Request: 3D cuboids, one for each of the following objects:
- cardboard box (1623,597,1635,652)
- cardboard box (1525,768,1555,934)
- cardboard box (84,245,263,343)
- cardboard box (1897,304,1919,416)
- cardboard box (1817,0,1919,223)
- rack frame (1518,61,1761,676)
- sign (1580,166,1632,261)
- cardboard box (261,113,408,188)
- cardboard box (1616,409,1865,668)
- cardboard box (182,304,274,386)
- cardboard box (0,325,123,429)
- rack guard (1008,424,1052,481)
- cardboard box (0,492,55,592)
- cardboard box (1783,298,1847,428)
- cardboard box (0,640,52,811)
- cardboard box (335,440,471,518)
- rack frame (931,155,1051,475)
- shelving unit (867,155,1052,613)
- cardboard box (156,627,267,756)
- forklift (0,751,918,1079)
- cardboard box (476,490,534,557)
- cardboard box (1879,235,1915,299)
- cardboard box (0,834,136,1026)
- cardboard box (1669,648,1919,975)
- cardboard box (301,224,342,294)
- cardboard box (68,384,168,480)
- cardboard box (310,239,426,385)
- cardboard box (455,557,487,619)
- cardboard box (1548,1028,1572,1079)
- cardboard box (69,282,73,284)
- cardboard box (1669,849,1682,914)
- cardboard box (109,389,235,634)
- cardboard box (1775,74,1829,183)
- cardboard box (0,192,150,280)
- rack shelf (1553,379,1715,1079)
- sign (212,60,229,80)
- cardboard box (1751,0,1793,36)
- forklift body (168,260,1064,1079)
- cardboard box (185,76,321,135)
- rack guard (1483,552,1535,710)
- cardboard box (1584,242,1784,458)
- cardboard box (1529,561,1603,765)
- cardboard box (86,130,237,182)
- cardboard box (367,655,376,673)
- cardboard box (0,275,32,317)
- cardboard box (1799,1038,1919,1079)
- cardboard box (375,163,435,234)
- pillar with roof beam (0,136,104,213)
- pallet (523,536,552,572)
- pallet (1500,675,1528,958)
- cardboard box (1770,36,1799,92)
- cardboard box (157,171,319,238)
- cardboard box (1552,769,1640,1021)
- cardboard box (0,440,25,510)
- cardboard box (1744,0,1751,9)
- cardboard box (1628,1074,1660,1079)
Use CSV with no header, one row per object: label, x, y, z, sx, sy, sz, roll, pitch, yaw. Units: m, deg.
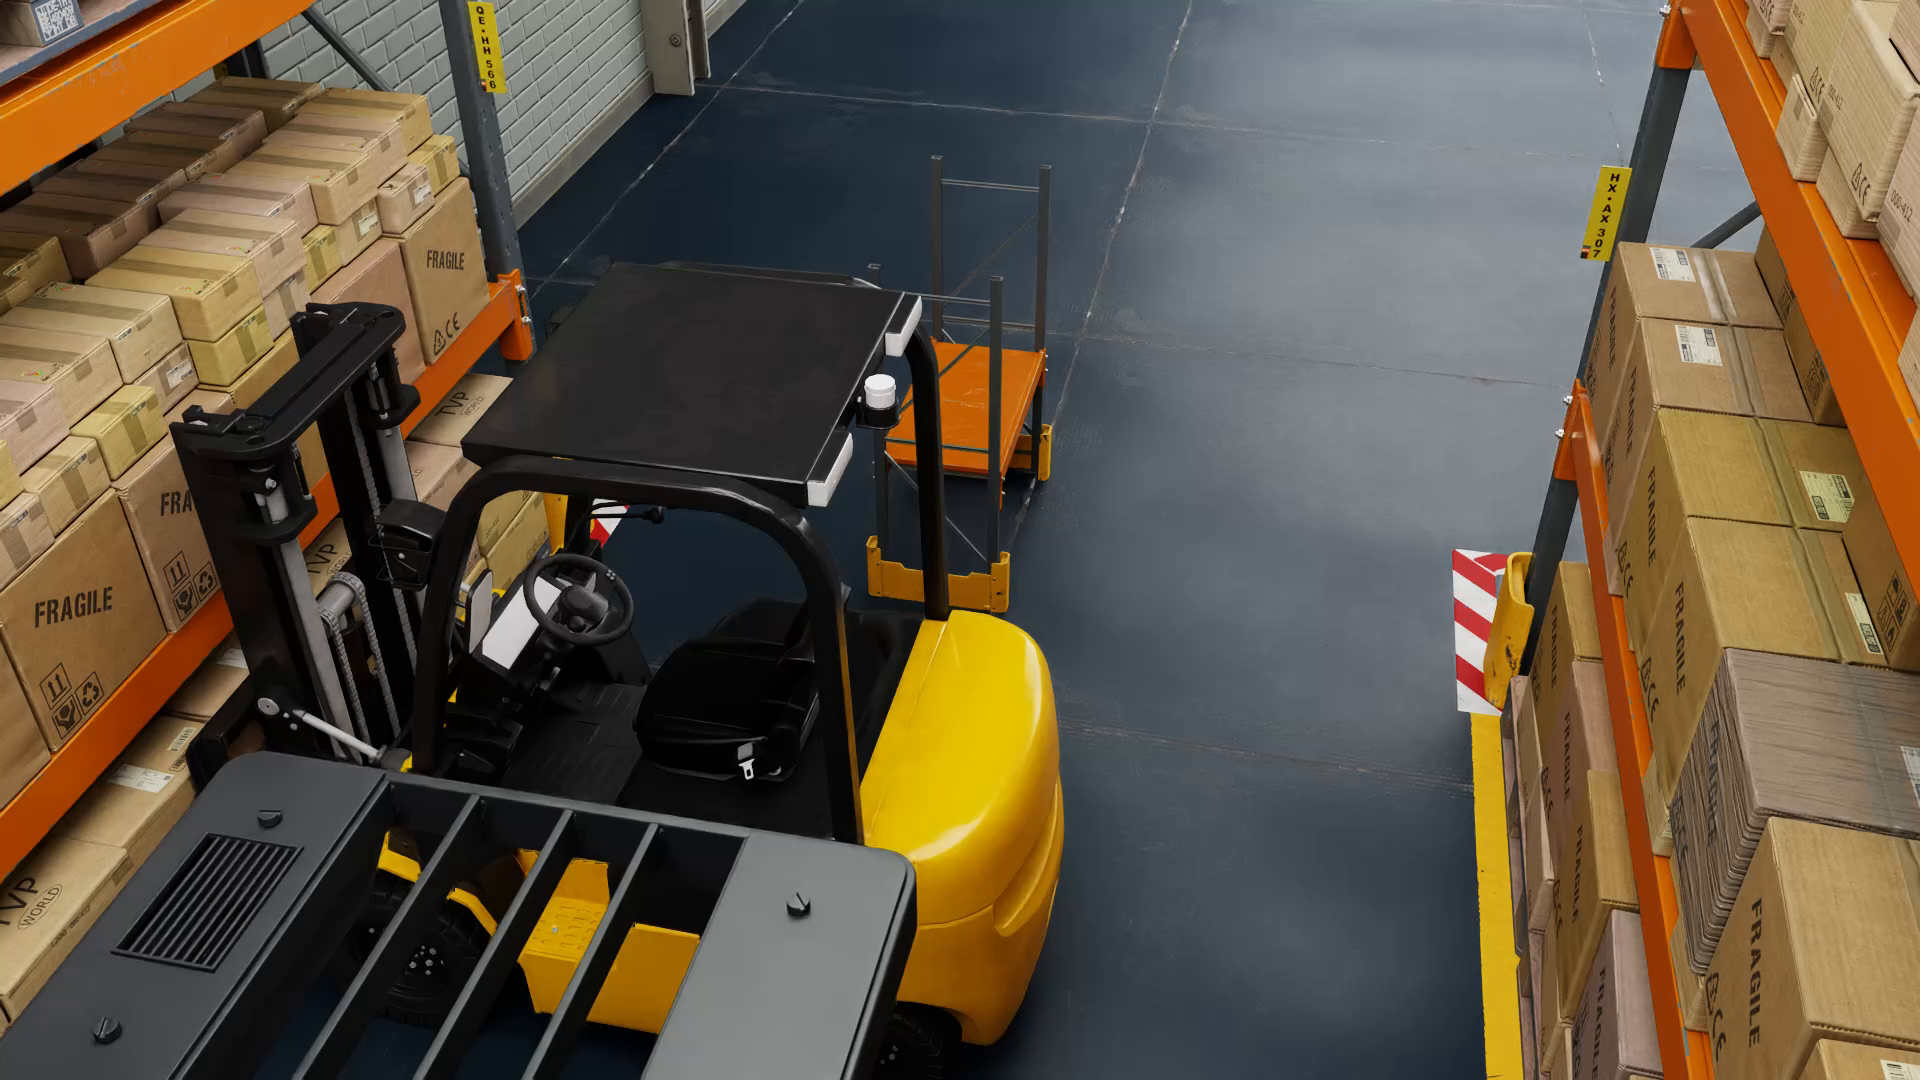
cardboard box,2.066,0.208,4.621,0.380,0.149,0.250,8,37,11
cardboard box,2.079,1.020,5.272,0.500,0.250,0.500,9,37,12
cardboard box,-2.257,-0.711,4.783,0.380,0.149,0.250,8,37,11
cardboard box,1.787,-0.270,2.725,0.380,0.149,0.250,8,37,11
cardboard box,1.938,-0.784,3.095,0.500,0.250,0.500,8,37,11
rack frame,2.638,-0.643,5.581,1.000,3.000,0.127,7,37,10
sign,2.108,-1.061,5.421,0.100,0.325,0.005,7,37,10
cardboard box,-2.105,-1.310,5.609,0.380,0.149,0.250,7,37,10
cardboard box,2.051,0.022,4.324,0.500,0.500,0.500,7,36,9
cardboard box,-2.262,-0.594,4.875,0.380,0.149,0.250,8,37,10
cardboard box,-2.475,-0.433,4.399,0.380,0.149,0.250,7,37,10
rack guard,0.123,-0.430,7.631,0.587,0.250,0.087,7,37,10
cardboard box,-2.476,-0.007,4.065,0.380,0.149,0.250,7,37,9
cardboard box,2.627,-0.599,4.330,0.700,0.500,0.500,8,37,10
cardboard box,-2.621,0.467,3.964,0.500,0.500,0.500,8,37,11
cardboard box,-2.109,-0.128,6.004,0.500,0.250,0.500,8,37,11
rack frame,0.127,-0.948,7.279,0.500,1.500,0.032,7,37,10
shelving unit,0.016,-0.651,6.870,0.587,1.500,1.083,7,37,10
cardboard box,-2.323,0.452,5.203,0.500,0.250,0.500,7,36,9
forklift,-0.680,1.478,2.714,1.130,2.935,3.031,7,37,10
cardboard box,-2.011,-0.204,6.535,0.500,0.250,0.500,7,36,9
cardboard box,1.976,-0.556,3.119,0.380,0.149,0.250,7,37,10
cardboard box,-2.537,1.039,4.394,0.500,0.250,0.500,7,37,10
cardboard box,1.845,0.609,3.515,0.500,0.500,0.500,8,37,11
cardboard box,-2.217,-0.900,5.298,0.380,0.149,0.250,7,37,10
cardboard box,-2.392,-0.307,4.479,0.380,0.149,0.250,7,36,9
cardboard box,-2.180,-0.692,5.564,0.500,0.500,0.500,8,37,11
cardboard box,-2.119,0.273,6.302,0.500,0.250,0.500,7,37,10
cardboard box,1.864,1.623,4.439,0.500,0.250,0.500,8,37,11
cardboard box,-2.882,-0.676,4.989,0.380,0.149,0.250,9,37,12
cardboard box,1.852,0.804,3.799,0.380,0.149,0.250,7,36,9
cardboard box,-2.386,-0.109,4.759,0.500,0.500,0.500,8,37,10
cardboard box,1.978,-0.865,3.546,0.380,0.149,0.250,8,37,10
cardboard box,-2.723,-0.928,5.083,0.380,0.149,0.250,8,37,11
rack shelf,2.211,0.795,4.210,1.077,0.370,4.000,7,37,10
sign,-2.753,-1.719,6.260,0.100,0.325,0.005,7,37,10
cardboard box,2.153,-1.375,3.909,0.500,0.250,0.500,7,36,9
forklift body,-0.835,0.396,4.870,2.313,2.155,1.214,7,37,10
cardboard box,-2.492,-1.521,5.901,0.380,0.149,0.250,7,36,9
rack guard,2.622,0.413,6.255,1.175,0.500,0.348,7,37,10
cardboard box,2.266,-0.567,5.138,0.500,0.500,0.500,7,36,9
cardboard box,2.191,0.438,5.436,0.500,0.500,0.500,6,36,8
cardboard box,-2.624,-1.222,5.488,0.380,0.149,0.250,8,37,11
cardboard box,-2.218,0.381,5.728,0.500,0.250,0.500,7,36,9
cardboard box,-2.851,-0.638,4.682,0.380,0.149,0.250,7,37,10
cardboard box,1.636,1.203,2.695,0.500,0.500,0.500,6,36,9
cardboard box,-2.038,-1.182,5.687,0.380,0.149,0.250,8,37,11
pillar with roof beam,0.964,-2.866,3.537,9.100,9.000,0.400,7,37,10
pallet,-2.334,0.310,6.643,1.003,0.211,1.213,7,37,10
pallet,2.414,0.991,5.703,1.003,0.211,1.213,7,37,10
cardboard box,2.162,-1.152,3.941,0.380,0.149,0.250,7,37,10
cardboard box,-2.260,-1.023,5.214,0.380,0.149,0.250,8,37,10
cardboard box,1.968,1.025,4.626,0.500,0.500,0.500,8,37,11
cardboard box,-2.511,-0.134,3.988,0.380,0.149,0.250,7,36,9
cardboard box,2.281,-1.445,4.345,0.380,0.149,0.250,6,36,8
cardboard box,1.755,1.625,3.798,0.500,0.500,0.500,8,37,11
